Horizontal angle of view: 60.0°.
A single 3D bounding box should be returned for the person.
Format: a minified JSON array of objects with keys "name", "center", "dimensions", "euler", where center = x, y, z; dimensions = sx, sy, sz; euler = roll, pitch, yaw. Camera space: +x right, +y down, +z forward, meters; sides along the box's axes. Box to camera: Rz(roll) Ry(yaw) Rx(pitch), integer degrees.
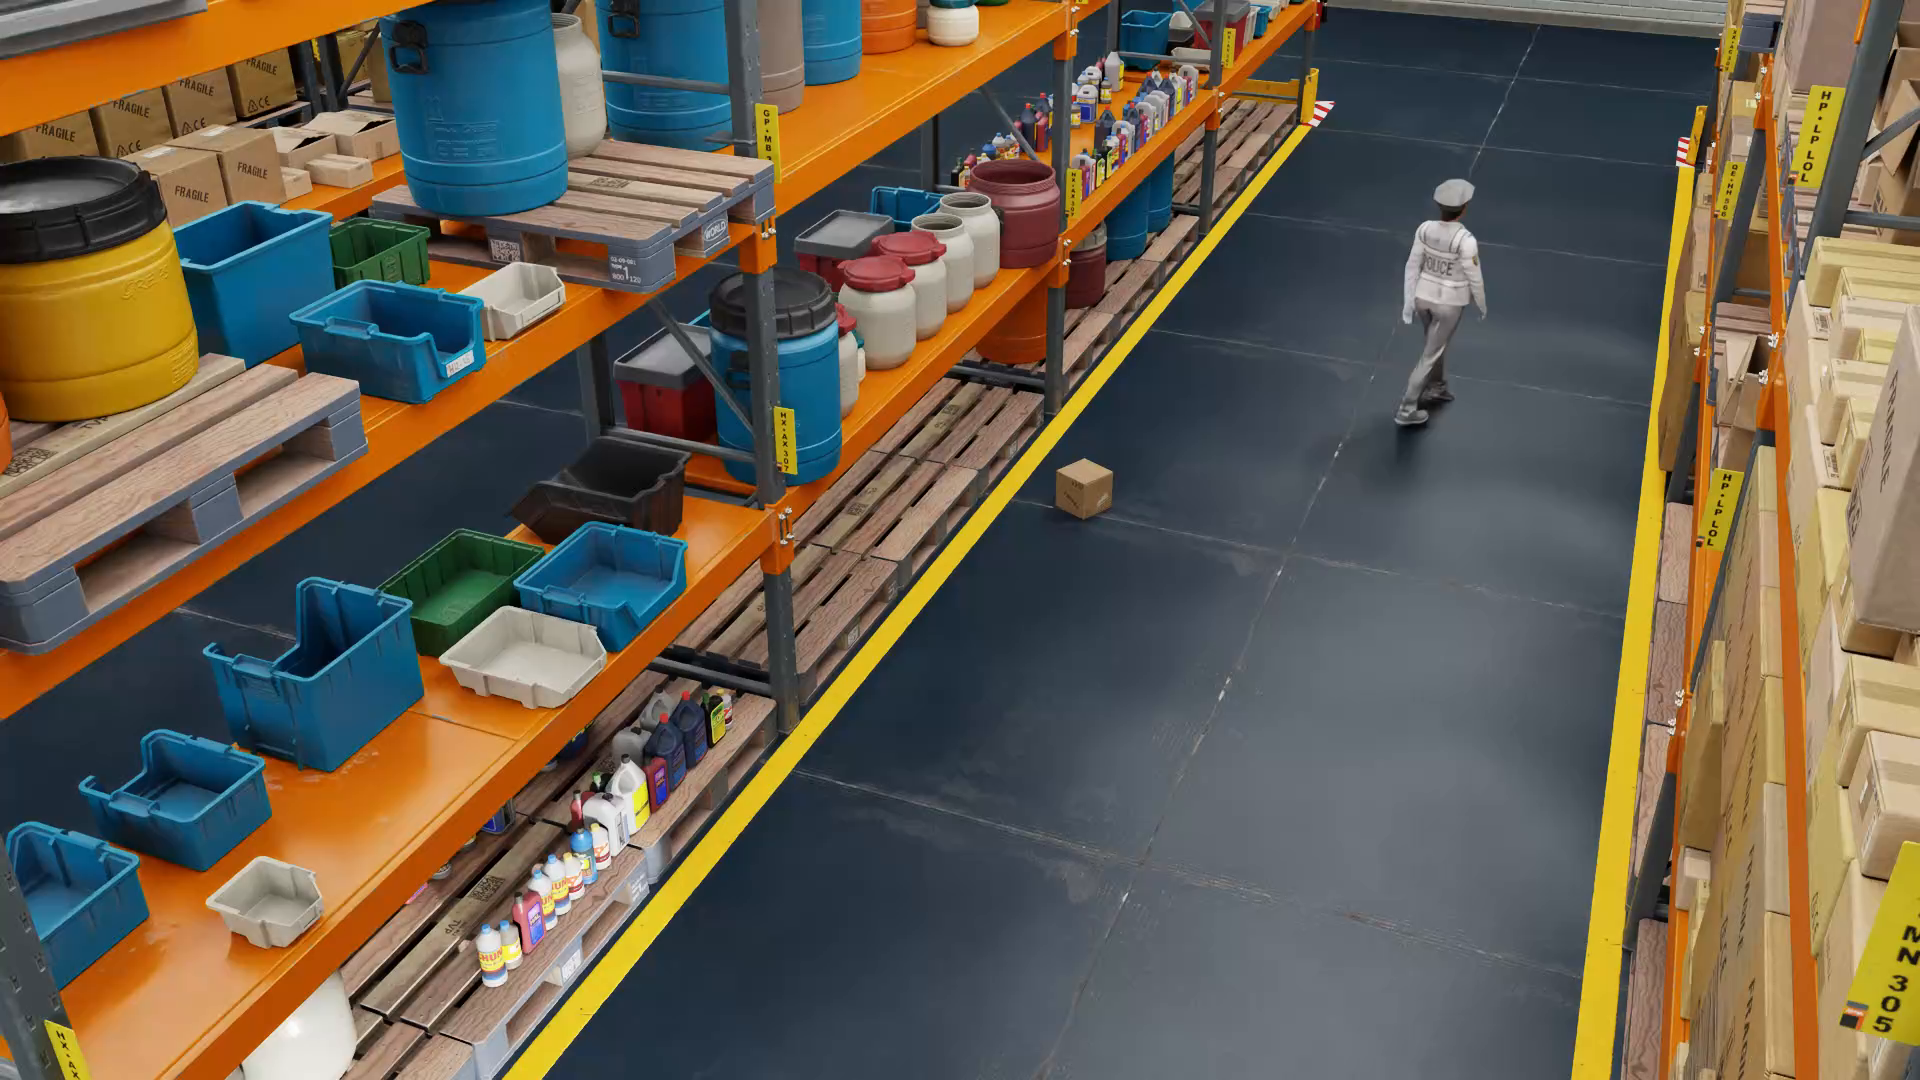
[{"name":"person","center":[3.280,-1.593,11.146],"dimensions":[0.773,1.706,0.485],"euler":[-19,35,-29]}]
